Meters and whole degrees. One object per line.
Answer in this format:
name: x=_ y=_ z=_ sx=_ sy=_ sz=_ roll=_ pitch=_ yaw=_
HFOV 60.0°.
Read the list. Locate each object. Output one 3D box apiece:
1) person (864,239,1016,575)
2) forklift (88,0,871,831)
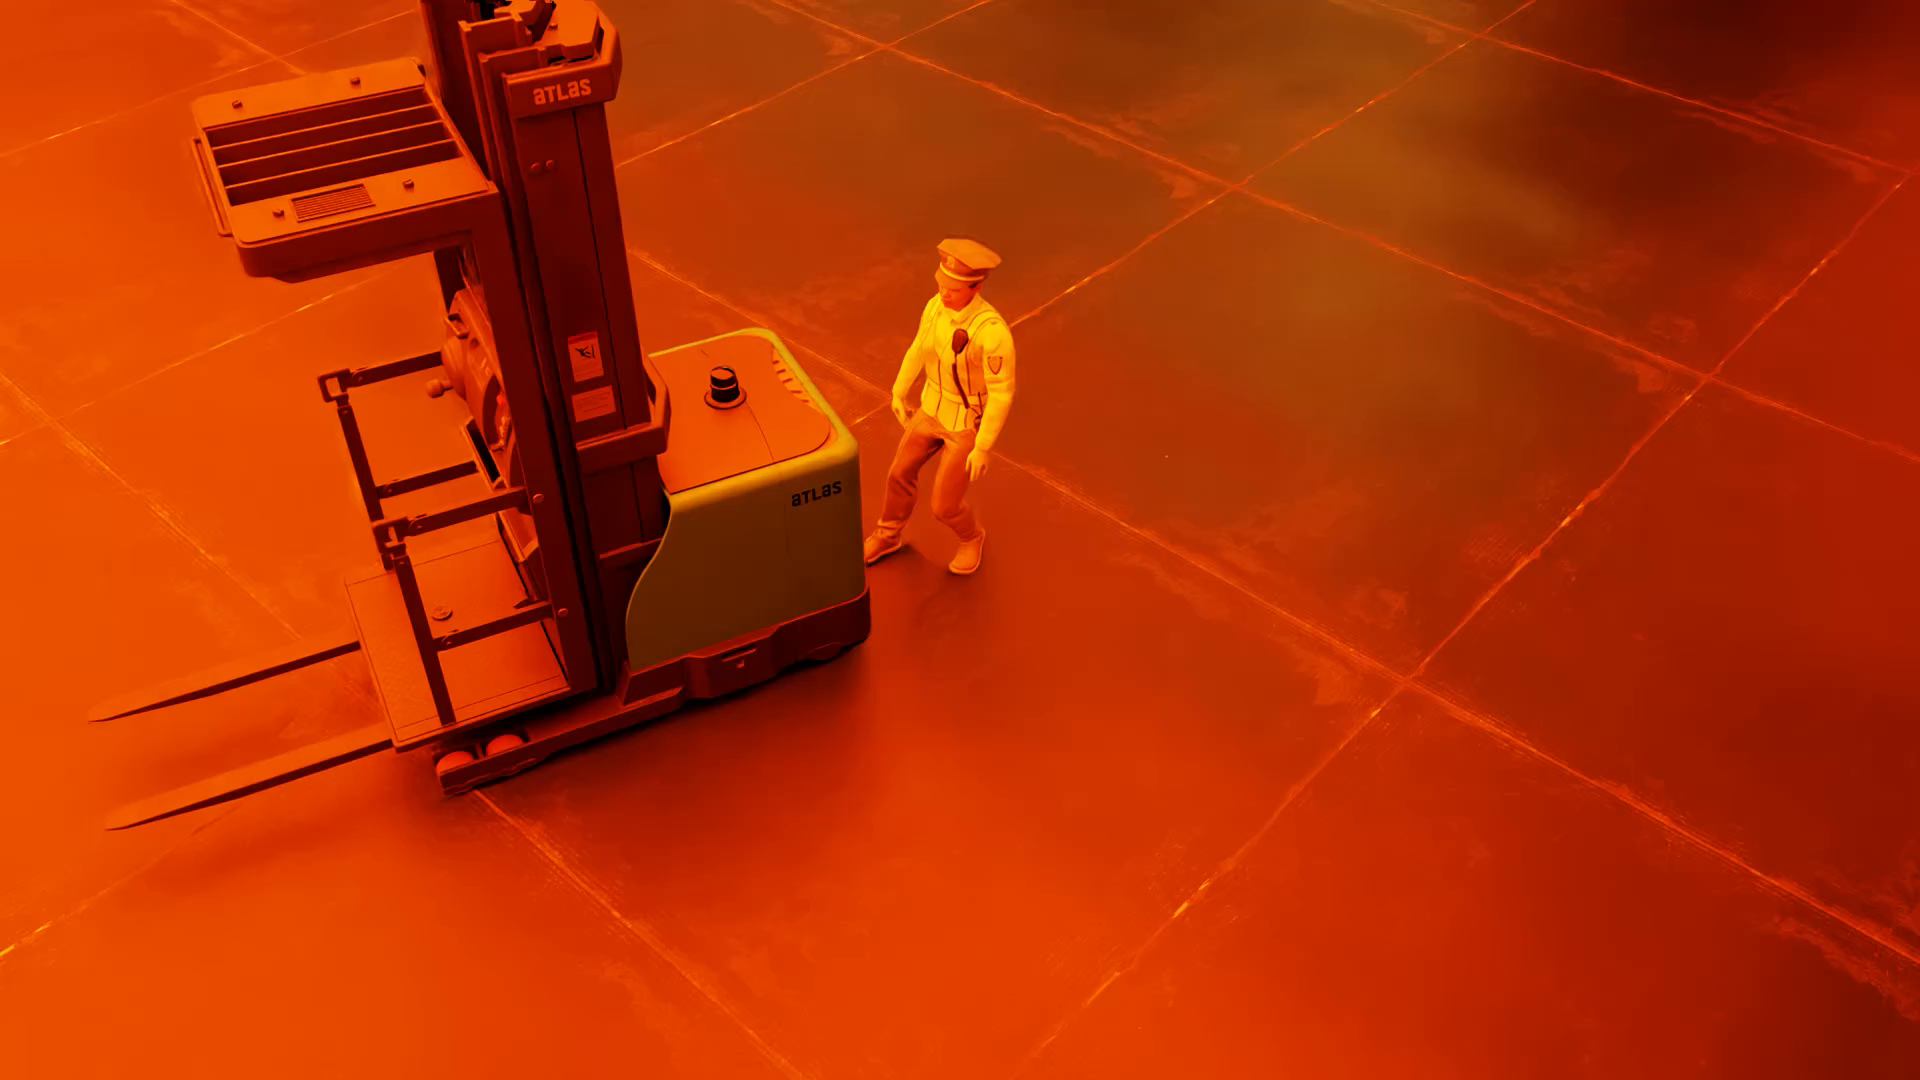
person: x=-0.116 y=-0.482 z=6.992 sx=0.602 sy=1.635 sz=0.639 roll=-27 pitch=47 yaw=-28
forklift: x=-1.934 y=-0.517 z=6.031 sx=3.031 sy=2.935 sz=1.130 roll=-18 pitch=44 yaw=-20
